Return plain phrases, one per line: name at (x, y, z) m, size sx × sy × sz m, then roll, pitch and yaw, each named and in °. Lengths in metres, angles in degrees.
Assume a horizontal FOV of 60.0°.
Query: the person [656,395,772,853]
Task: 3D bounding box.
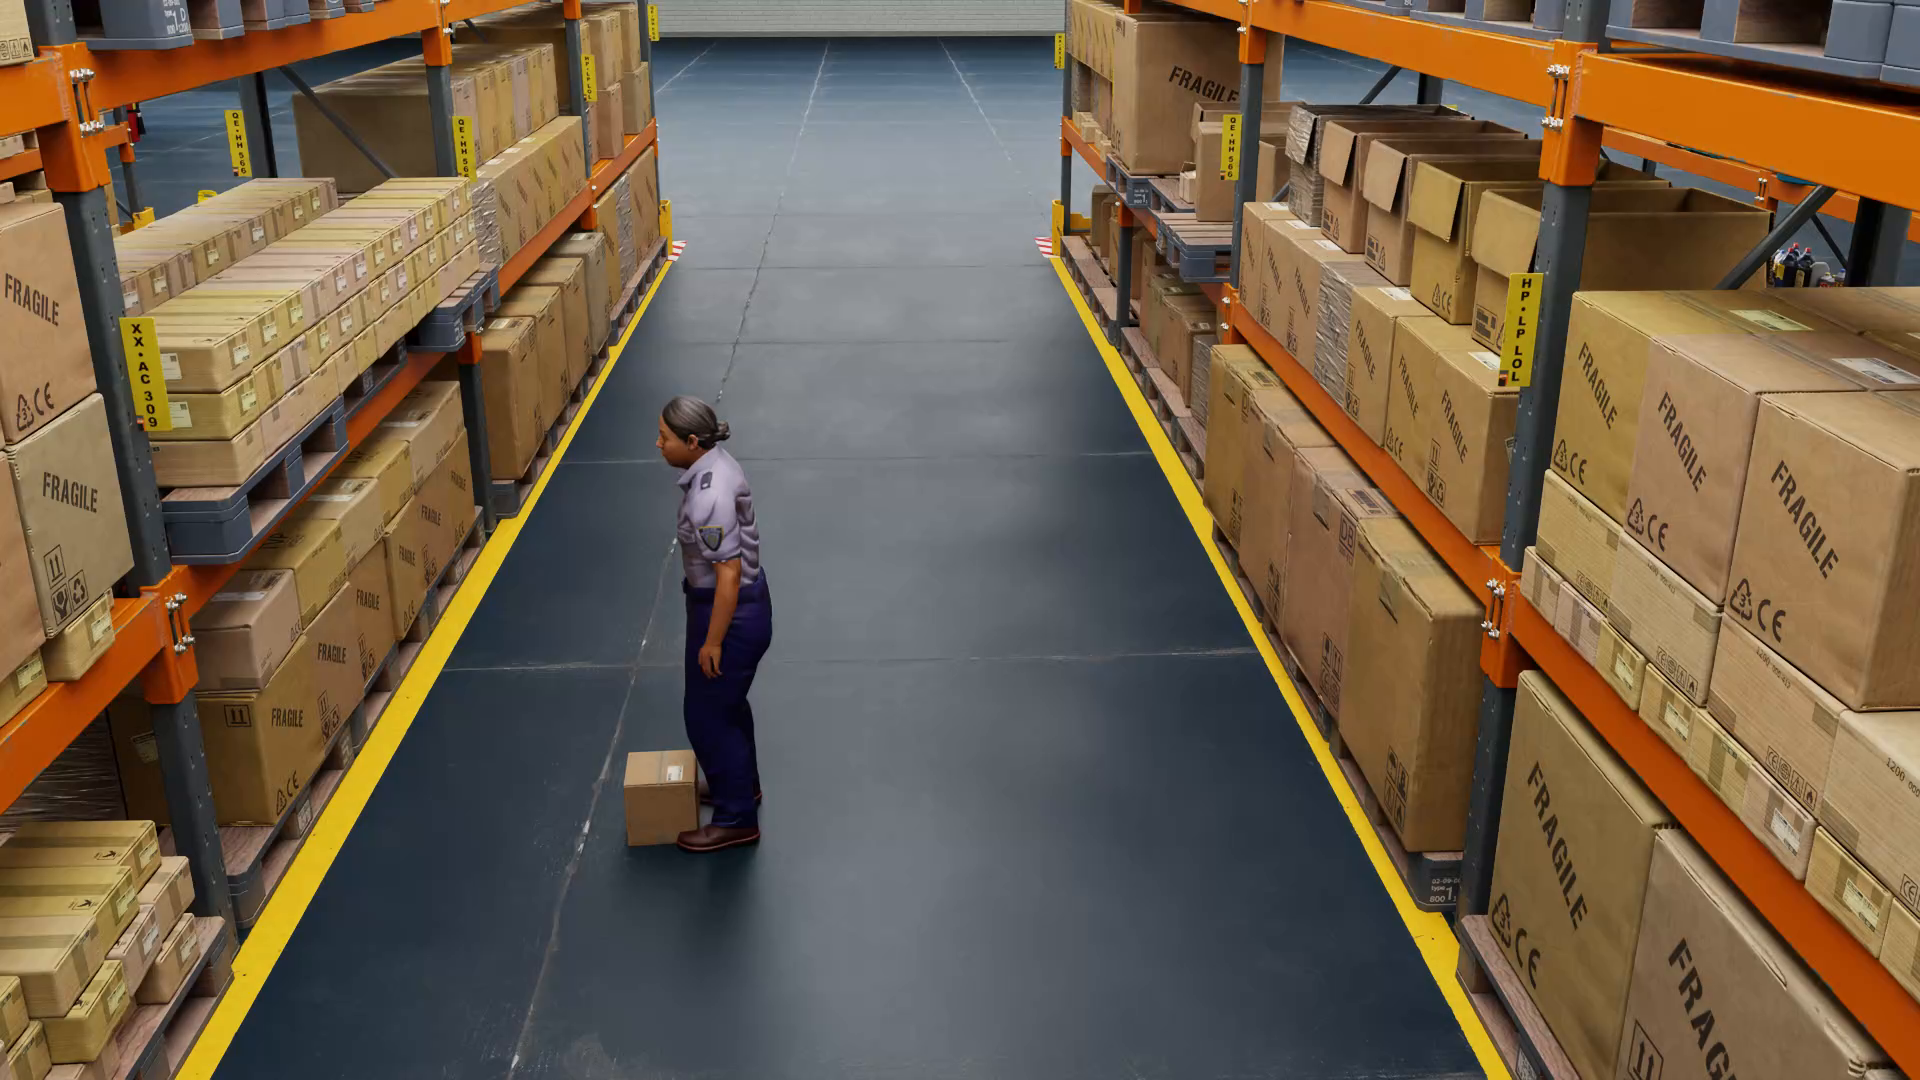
person at (-0.850, 0.282, 5.858) m, size 0.375 × 1.636 × 0.555 m, roll -2°, pitch 21°, yaw -6°
